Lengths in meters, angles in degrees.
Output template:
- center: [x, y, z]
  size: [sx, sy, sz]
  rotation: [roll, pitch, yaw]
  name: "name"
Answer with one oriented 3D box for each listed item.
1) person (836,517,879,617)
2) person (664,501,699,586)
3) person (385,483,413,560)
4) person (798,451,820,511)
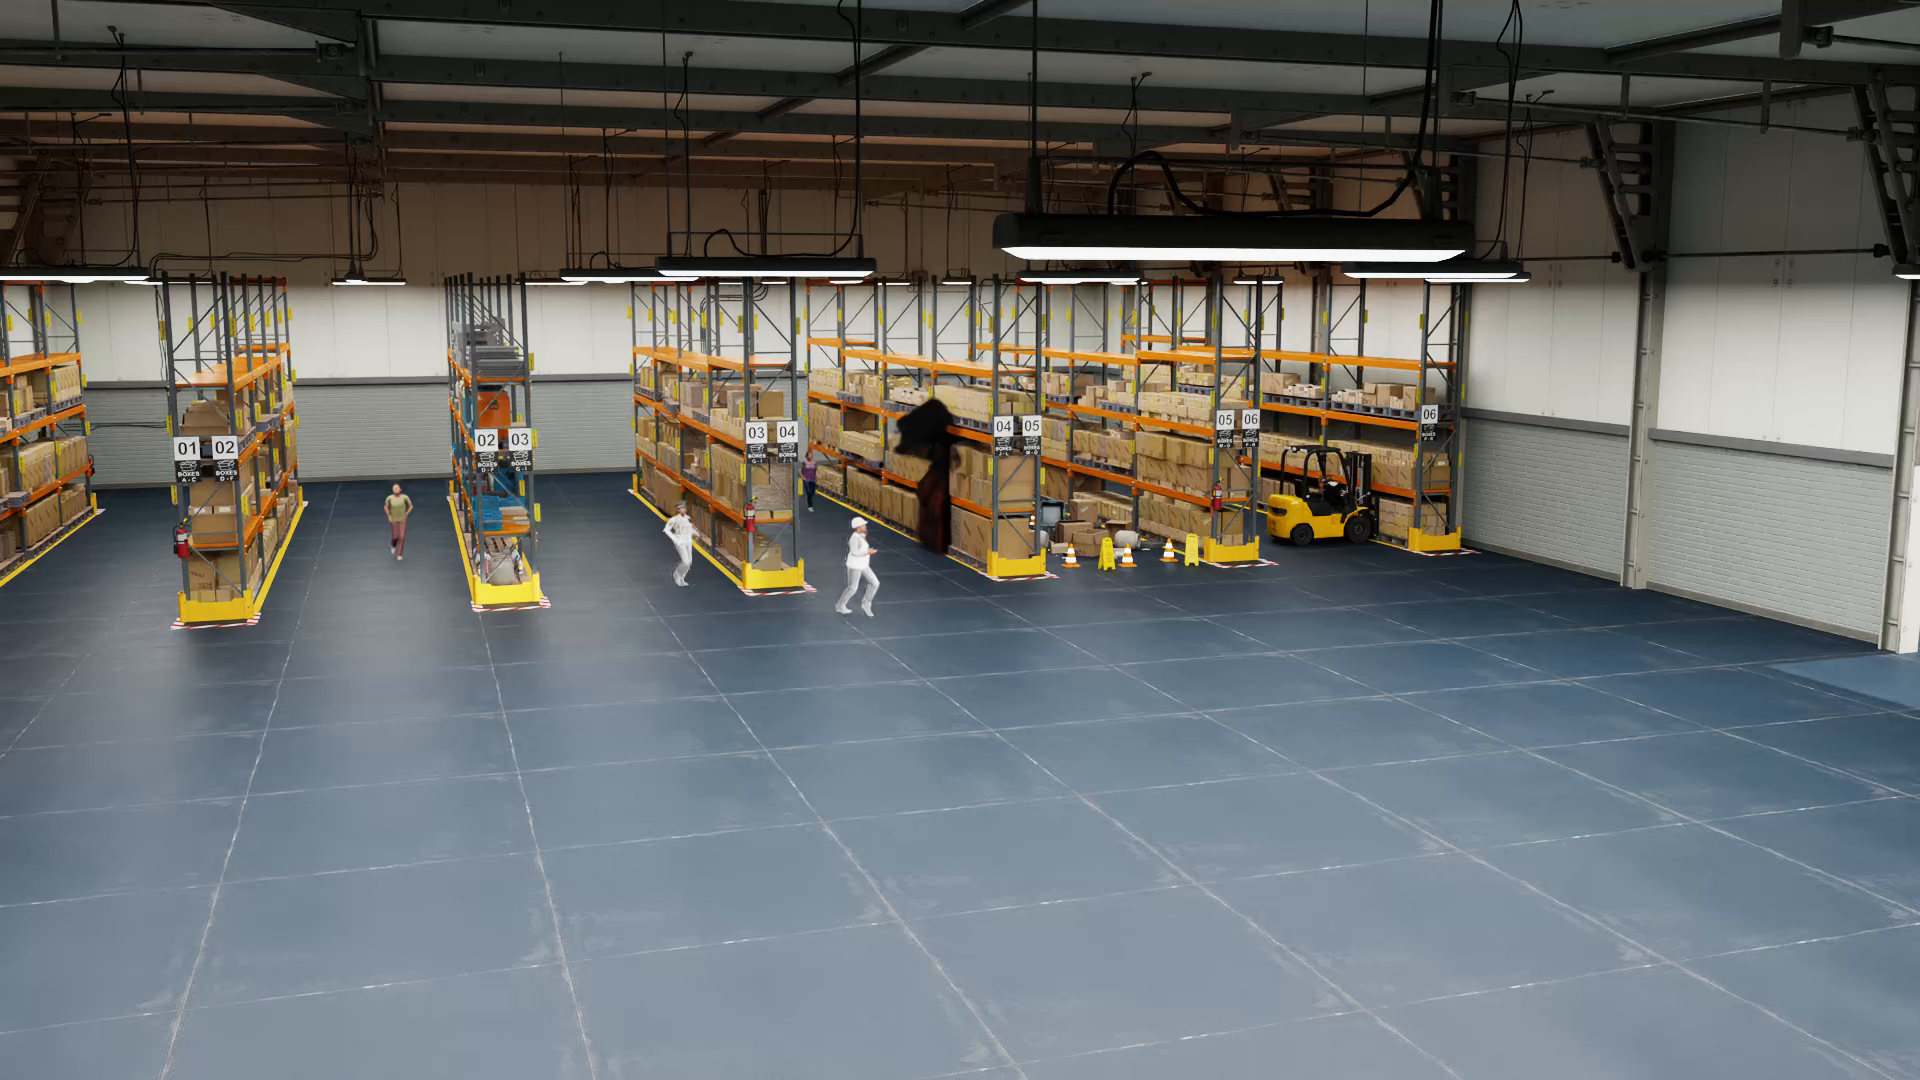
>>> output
- center: [-1.816, 0.491, 29.075]
  size: [0.789, 1.804, 0.638]
  rotation: [3, 9, 18]
  name: "person"
- center: [-5.300, 0.074, 32.031]
  size: [0.555, 1.658, 0.604]
  rotation: [7, 11, 41]
  name: "person"
- center: [-11.935, -0.404, 35.403]
  size: [0.574, 1.639, 0.583]
  rotation: [-3, 9, -18]
  name: "person"
- center: [-3.944, -1.543, 43.207]
  size: [0.525, 1.561, 0.681]
  rotation: [-3, 9, -20]
  name: "person"
